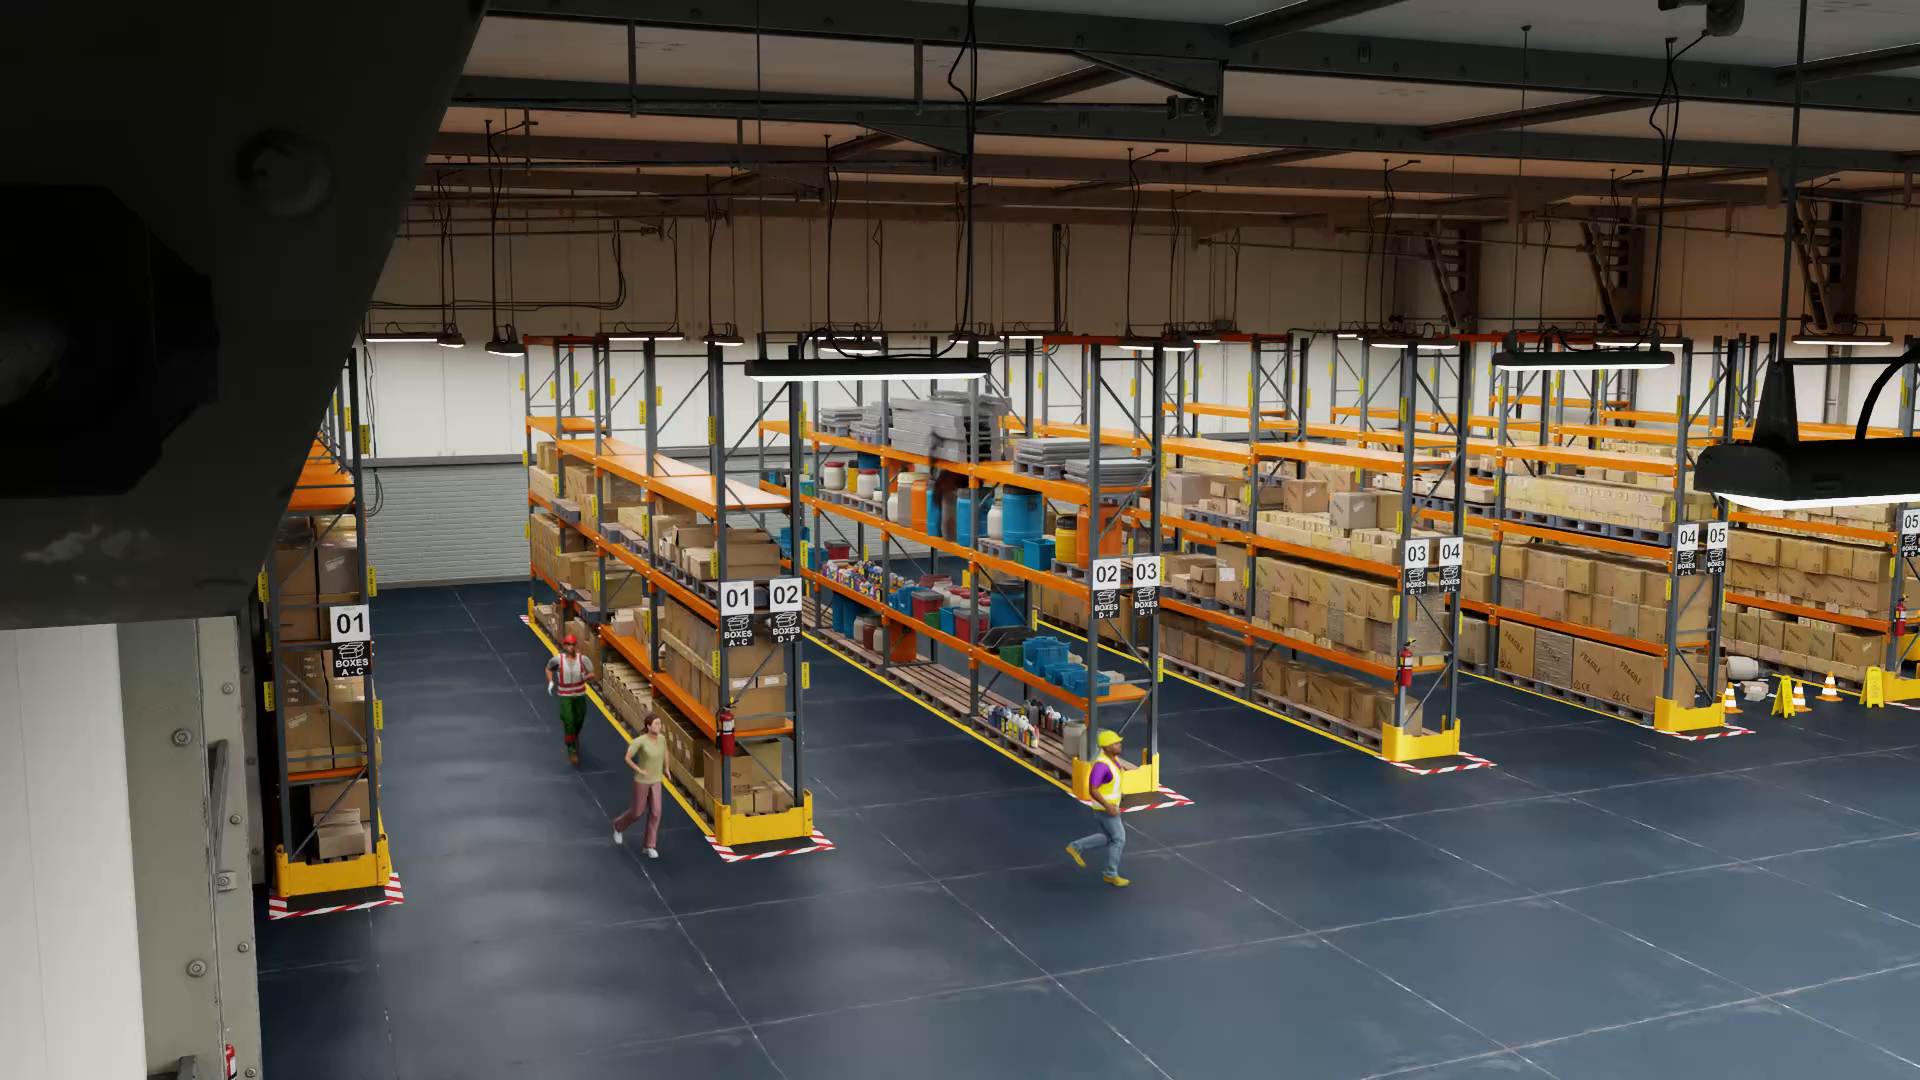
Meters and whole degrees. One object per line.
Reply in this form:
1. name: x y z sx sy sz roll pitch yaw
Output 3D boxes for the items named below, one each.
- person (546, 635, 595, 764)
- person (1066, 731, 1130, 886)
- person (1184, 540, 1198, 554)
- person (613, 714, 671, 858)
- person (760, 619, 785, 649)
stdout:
1. person: -5.584 2.239 23.934 0.659 1.774 1.002 -3 8 -23
2. person: 1.560 2.997 18.711 0.740 1.766 0.702 2 8 12
3. person: 5.814 -0.095 41.734 0.642 1.715 0.694 3 8 20
4. person: -3.717 2.883 19.885 0.652 1.646 0.825 -7 10 -43
5. person: -3.220 1.416 28.837 0.588 1.617 0.515 -5 9 -31
